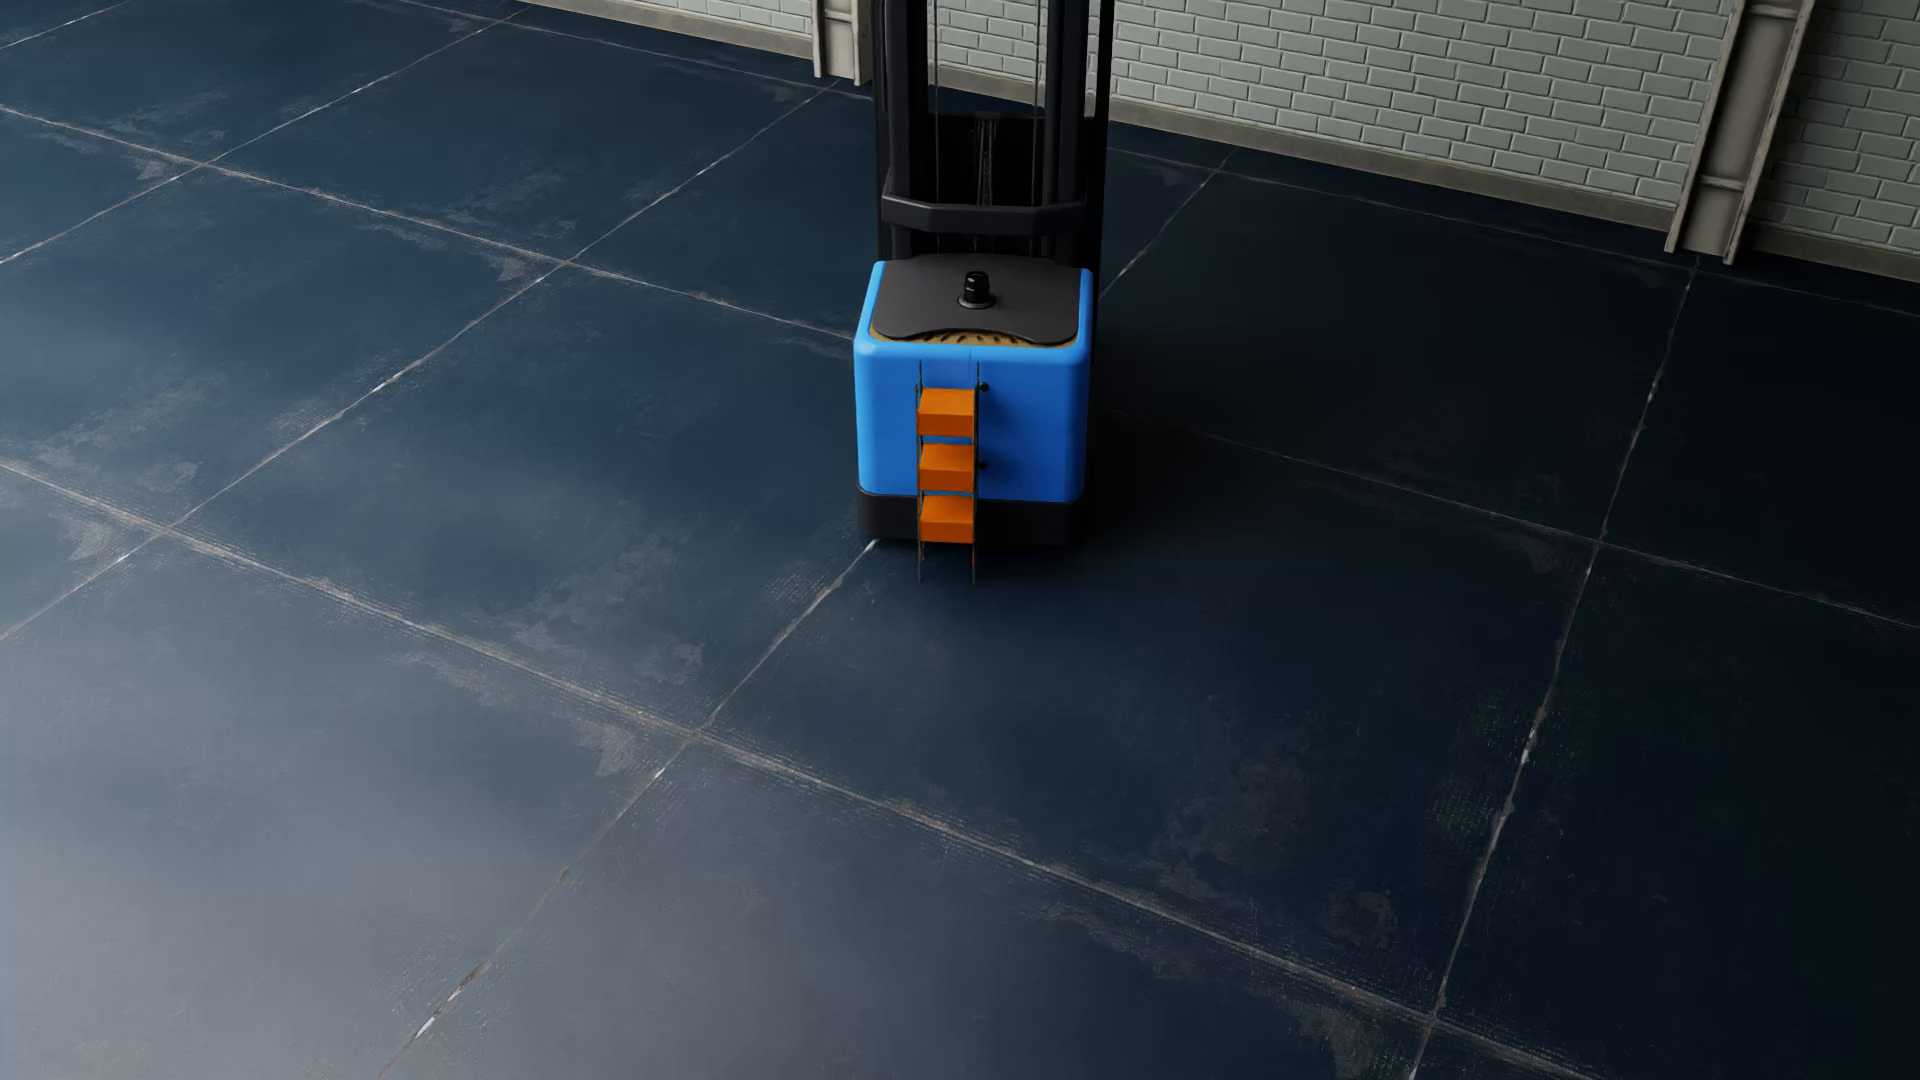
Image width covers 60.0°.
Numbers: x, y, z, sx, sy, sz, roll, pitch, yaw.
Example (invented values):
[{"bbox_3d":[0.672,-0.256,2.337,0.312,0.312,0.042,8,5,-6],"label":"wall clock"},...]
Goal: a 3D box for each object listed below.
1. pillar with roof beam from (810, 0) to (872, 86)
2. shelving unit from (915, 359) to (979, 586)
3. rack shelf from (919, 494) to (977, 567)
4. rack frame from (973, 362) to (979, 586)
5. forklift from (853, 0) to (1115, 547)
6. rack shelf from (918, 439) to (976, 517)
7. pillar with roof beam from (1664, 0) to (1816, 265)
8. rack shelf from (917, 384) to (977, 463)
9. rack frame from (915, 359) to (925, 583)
[{"bbox_3d":[-2.809,-4.715,6.518,0.400,9.000,9.100,17,41,21],"label":"pillar with roof beam"},{"bbox_3d":[-0.052,-0.279,7.249,0.252,1.050,0.215,3,37,4],"label":"shelving unit"},{"bbox_3d":[-0.052,-0.050,7.424,0.240,0.259,0.215,3,37,4],"label":"rack shelf"},{"bbox_3d":[0.069,-0.273,7.241,0.008,1.050,0.200,3,37,4],"label":"rack frame"},{"bbox_3d":[0.163,-2.012,7.976,1.130,2.935,3.031,3,37,4],"label":"forklift"},{"bbox_3d":[-0.052,-0.271,7.255,0.240,0.259,0.215,3,37,4],"label":"rack shelf"},{"bbox_3d":[2.519,-3.046,4.321,0.400,9.000,9.100,17,41,21],"label":"pillar with roof beam"},{"bbox_3d":[-0.053,-0.496,7.084,0.240,0.259,0.215,3,37,4],"label":"rack shelf"},{"bbox_3d":[-0.174,-0.285,7.257,0.008,1.050,0.200,3,37,4],"label":"rack frame"}]
